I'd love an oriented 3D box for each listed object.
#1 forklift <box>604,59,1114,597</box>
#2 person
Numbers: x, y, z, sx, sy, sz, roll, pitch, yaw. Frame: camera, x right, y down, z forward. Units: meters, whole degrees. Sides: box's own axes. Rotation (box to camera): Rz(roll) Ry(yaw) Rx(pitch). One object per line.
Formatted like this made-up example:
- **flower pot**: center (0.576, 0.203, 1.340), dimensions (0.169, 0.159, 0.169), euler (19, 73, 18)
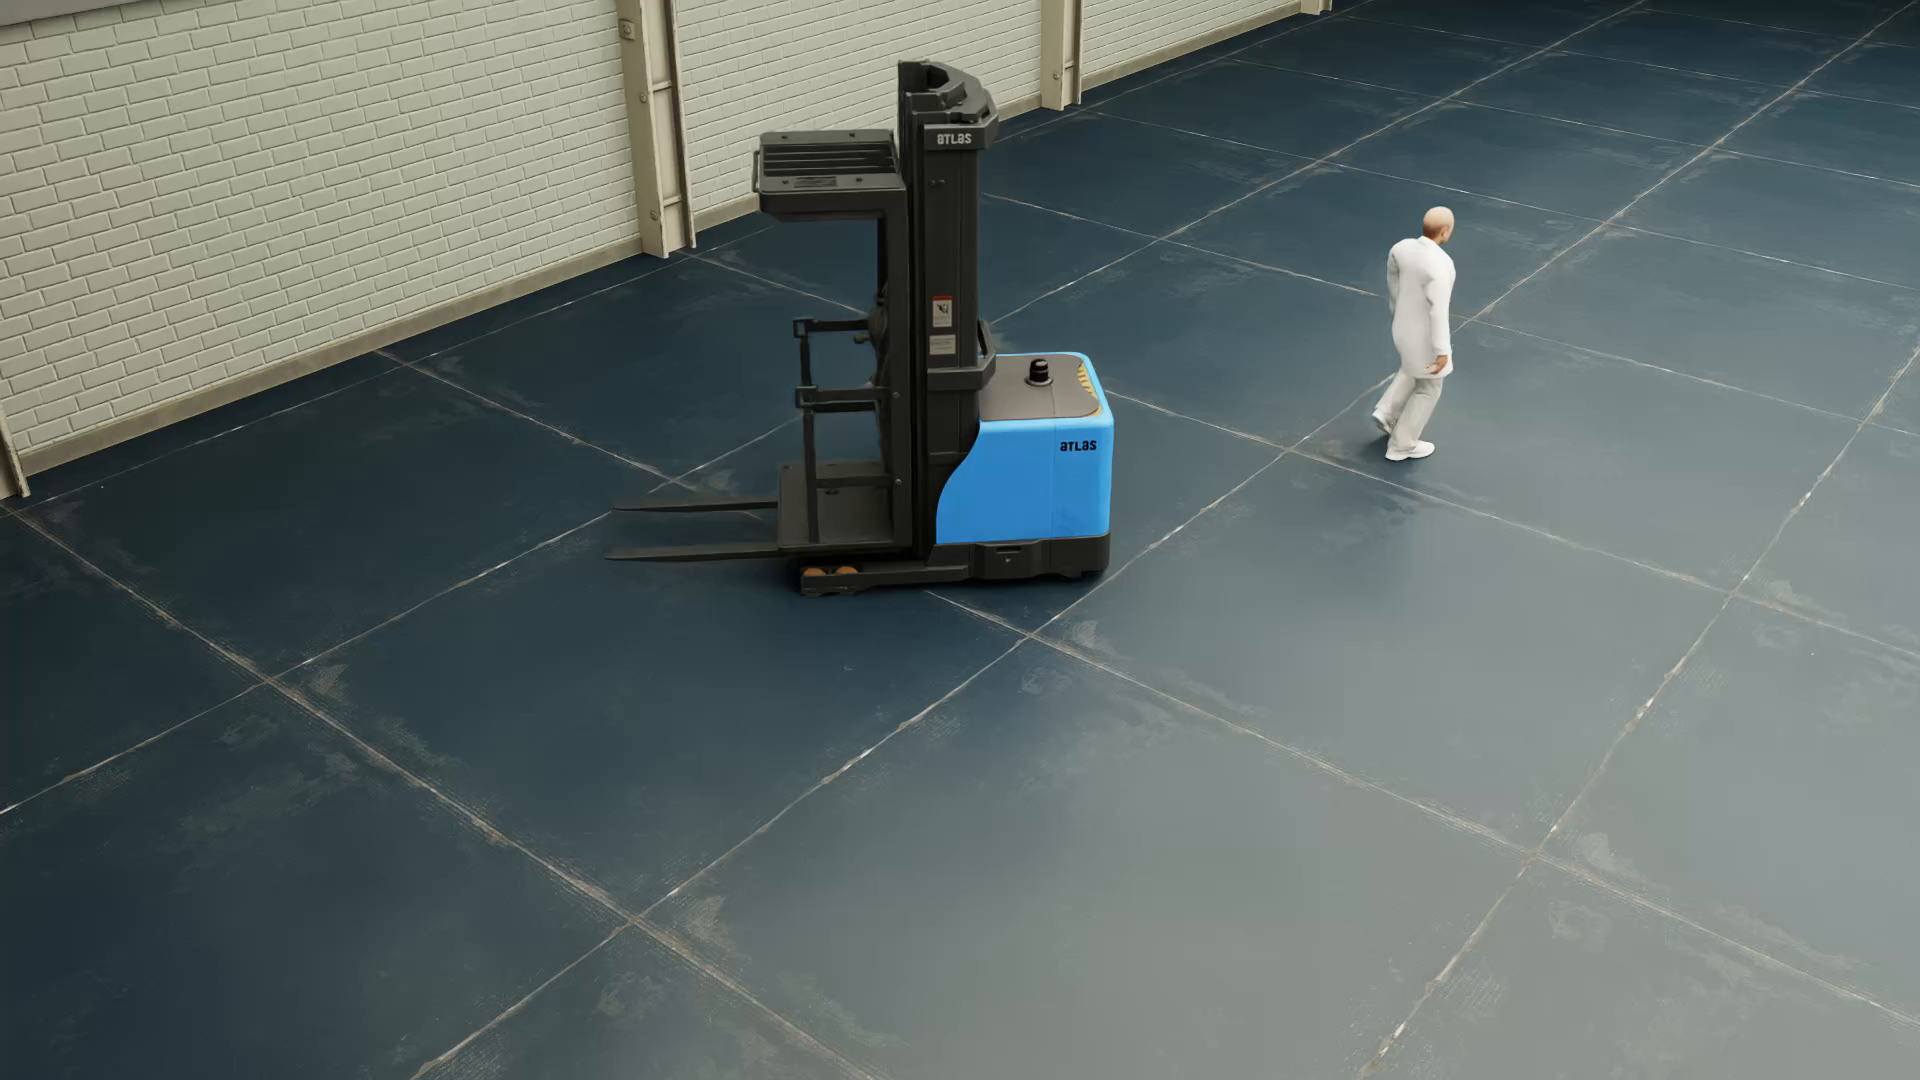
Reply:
- **forklift**: center (-0.643, -1.208, 9.663), dimensions (3.031, 2.935, 1.130), euler (-3, 30, -5)
- **person**: center (3.117, -1.391, 11.141), dimensions (0.478, 1.759, 0.750), euler (-12, 32, -20)
